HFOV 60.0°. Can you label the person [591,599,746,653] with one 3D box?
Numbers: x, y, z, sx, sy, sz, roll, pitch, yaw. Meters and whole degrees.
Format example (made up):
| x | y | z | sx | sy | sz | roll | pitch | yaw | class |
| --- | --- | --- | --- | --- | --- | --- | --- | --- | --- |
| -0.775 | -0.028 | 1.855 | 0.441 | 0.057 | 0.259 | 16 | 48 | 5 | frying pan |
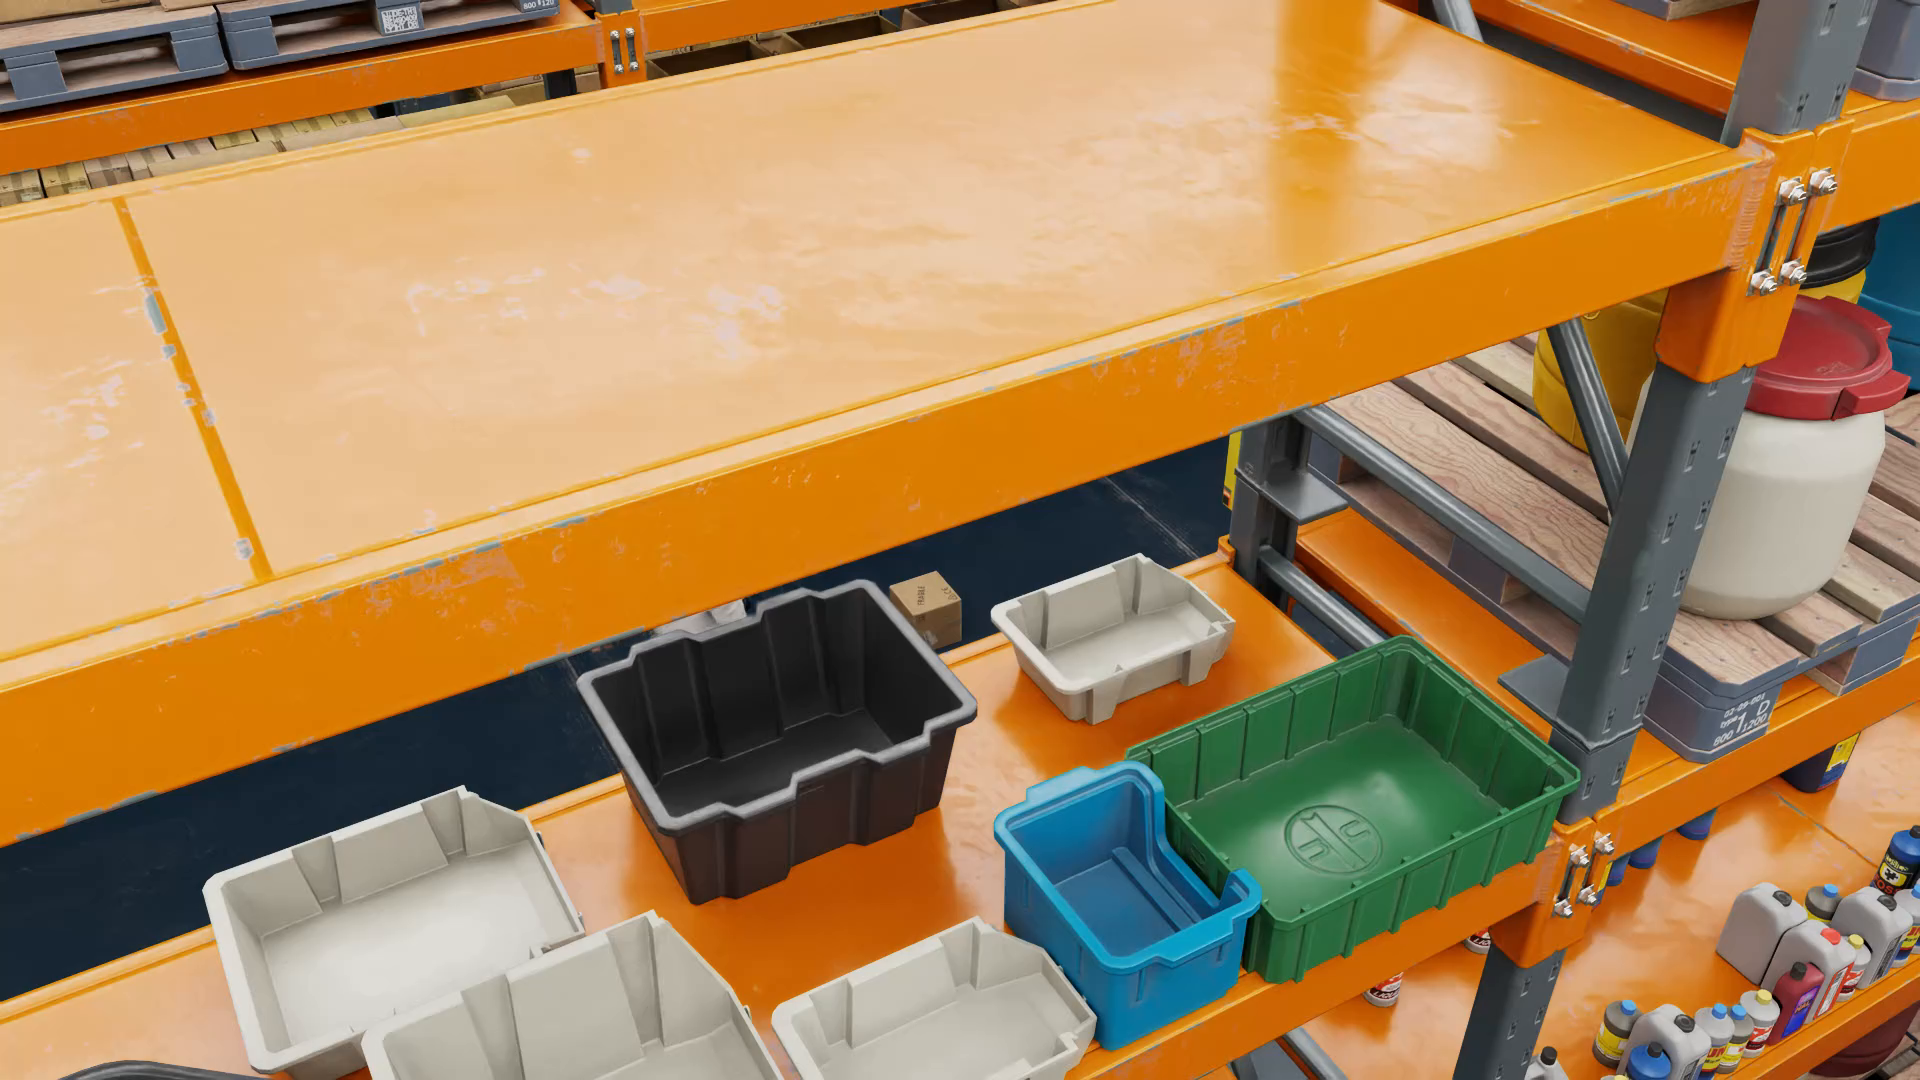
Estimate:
| x | y | z | sx | sy | sz | roll | pitch | yaw | class |
| --- | --- | --- | --- | --- | --- | --- | --- | --- | --- |
| -1.106 | 0.428 | 6.378 | 0.870 | 1.817 | 0.589 | -15 | 39 | -19 | person |
